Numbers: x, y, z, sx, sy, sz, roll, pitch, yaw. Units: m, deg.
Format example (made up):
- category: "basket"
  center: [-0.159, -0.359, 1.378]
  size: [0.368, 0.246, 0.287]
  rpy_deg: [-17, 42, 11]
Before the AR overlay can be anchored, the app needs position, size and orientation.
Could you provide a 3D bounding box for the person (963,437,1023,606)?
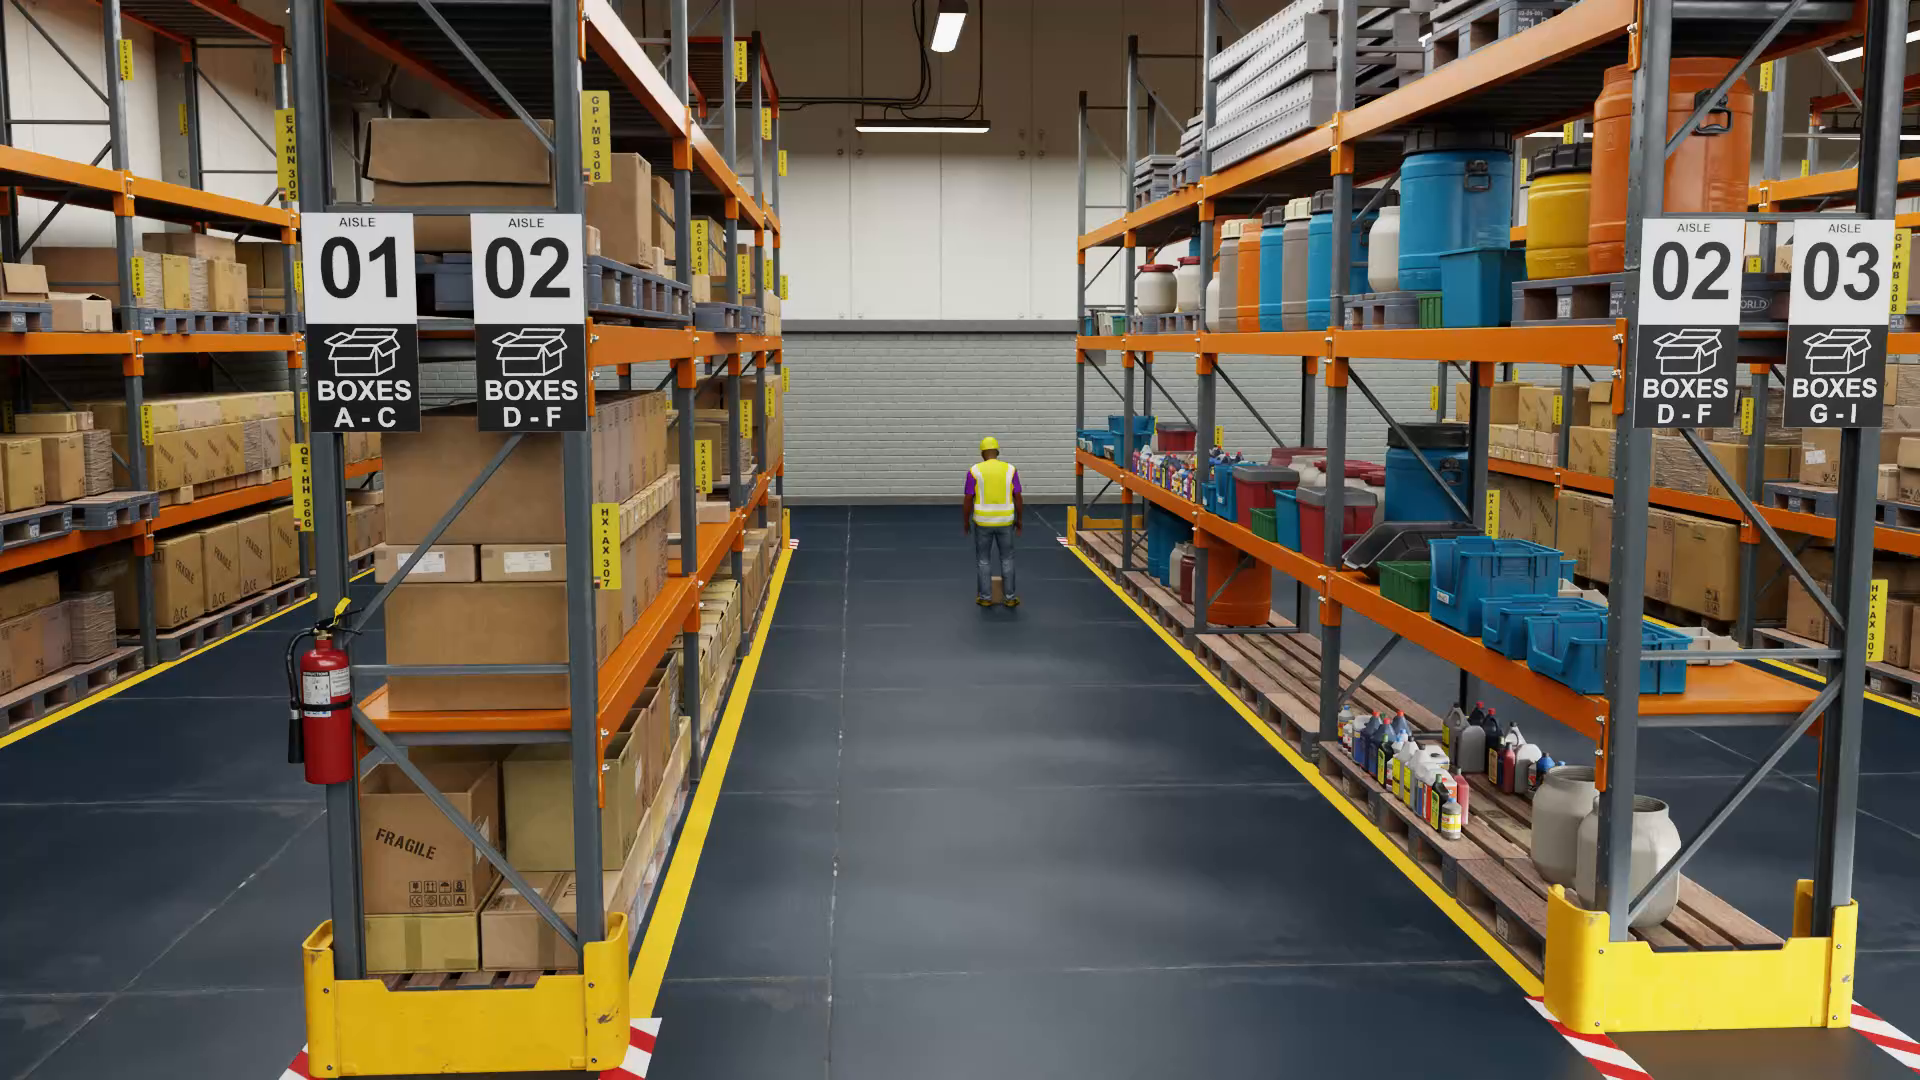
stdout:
- category: "person"
  center: [0.339, -0.192, 17.282]
  size: [0.632, 1.759, 0.462]
  rpy_deg: [-1, 7, -7]
